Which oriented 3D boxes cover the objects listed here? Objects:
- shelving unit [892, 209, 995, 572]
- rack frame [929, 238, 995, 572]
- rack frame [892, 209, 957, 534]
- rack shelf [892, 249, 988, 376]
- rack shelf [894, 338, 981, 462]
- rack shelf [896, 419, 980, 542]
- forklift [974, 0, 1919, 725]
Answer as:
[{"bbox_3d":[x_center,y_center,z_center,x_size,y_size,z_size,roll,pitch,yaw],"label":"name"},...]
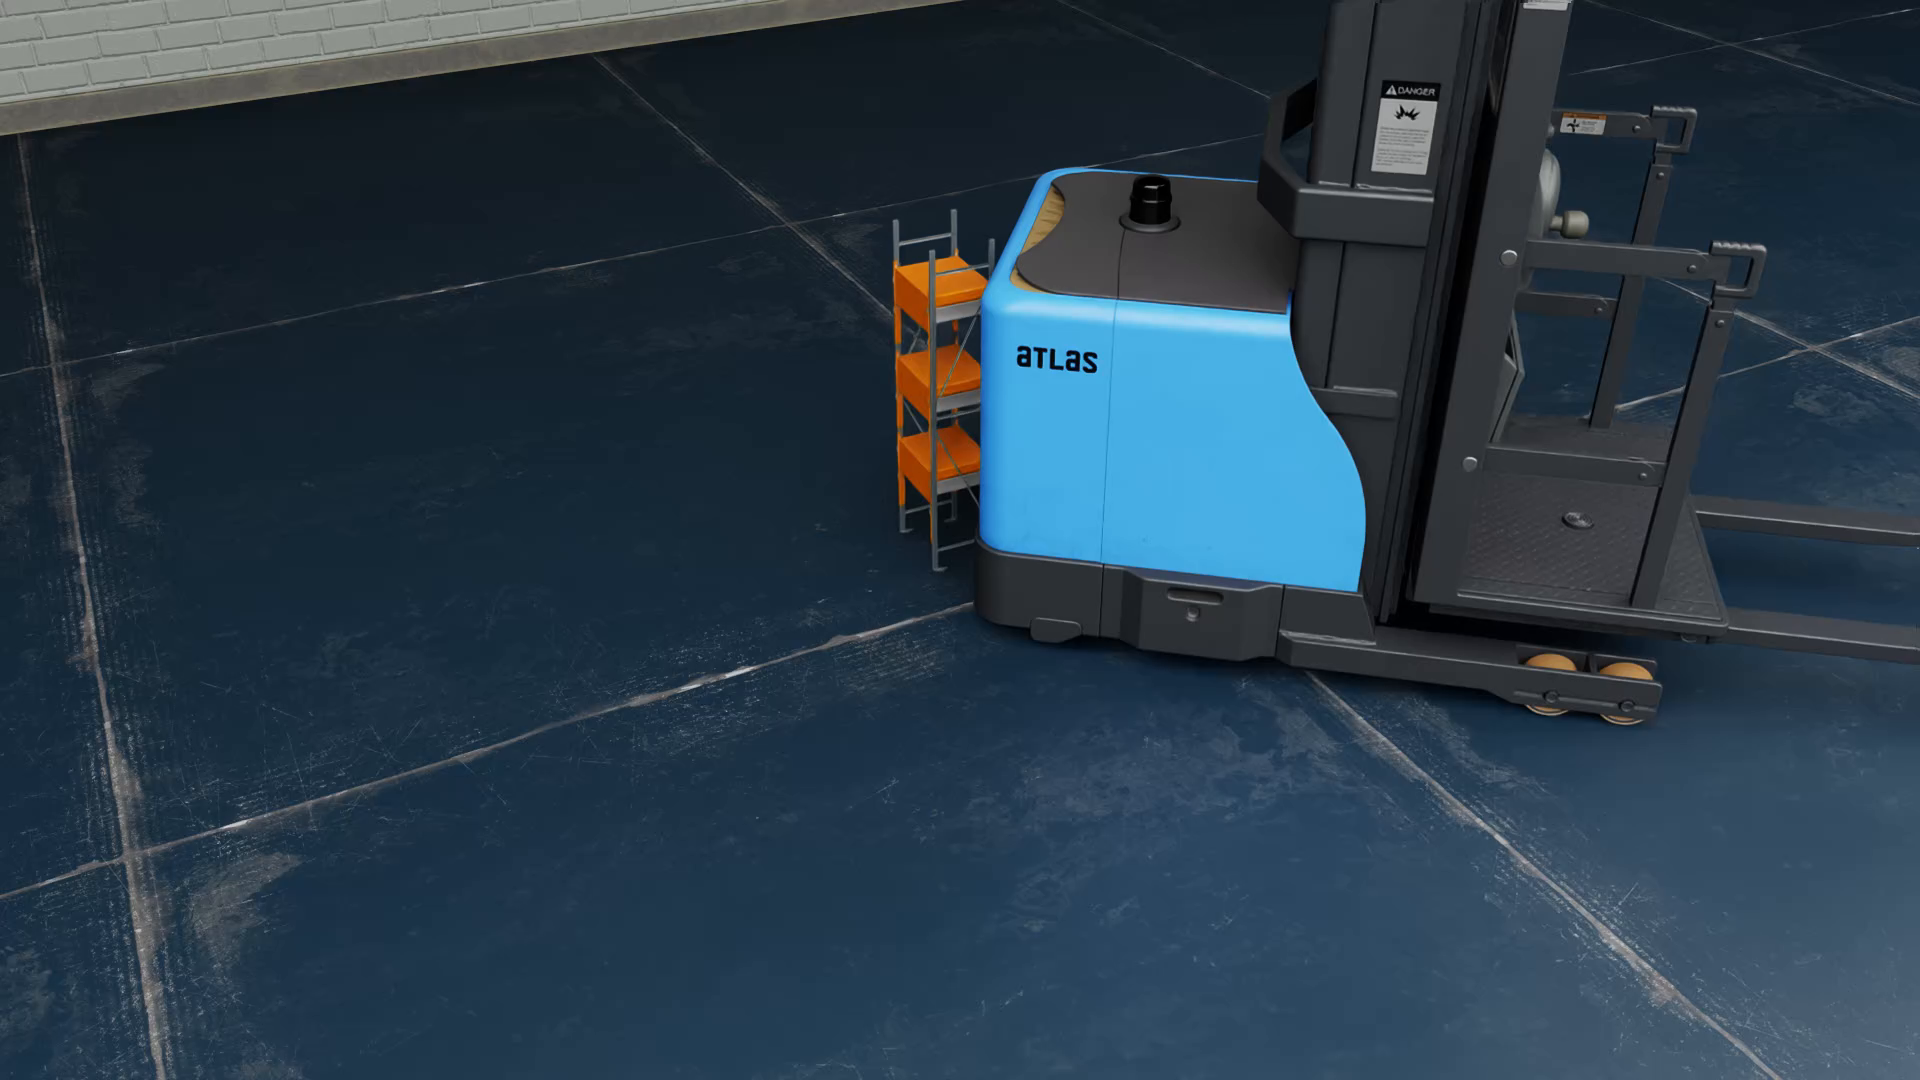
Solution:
[{"bbox_3d":[-0.047,-0.428,4.945,0.215,1.050,0.252,-15,35,-21],"label":"shelving unit"},{"bbox_3d":[0.006,-0.369,4.852,0.200,1.050,0.008,-15,35,-21],"label":"rack frame"},{"bbox_3d":[-0.100,-0.487,5.037,0.200,1.050,0.008,-15,35,-21],"label":"rack frame"},{"bbox_3d":[-0.047,-0.658,4.797,0.215,0.259,0.240,-15,35,-21],"label":"rack shelf"},{"bbox_3d":[-0.047,-0.419,4.950,0.215,0.259,0.240,-15,35,-21],"label":"rack shelf"},{"bbox_3d":[-0.047,-0.185,5.100,0.215,0.259,0.240,-15,35,-21],"label":"rack shelf"},{"bbox_3d":[1.612,-1.051,4.174,3.031,2.935,1.130,6,33,10],"label":"forklift"}]
